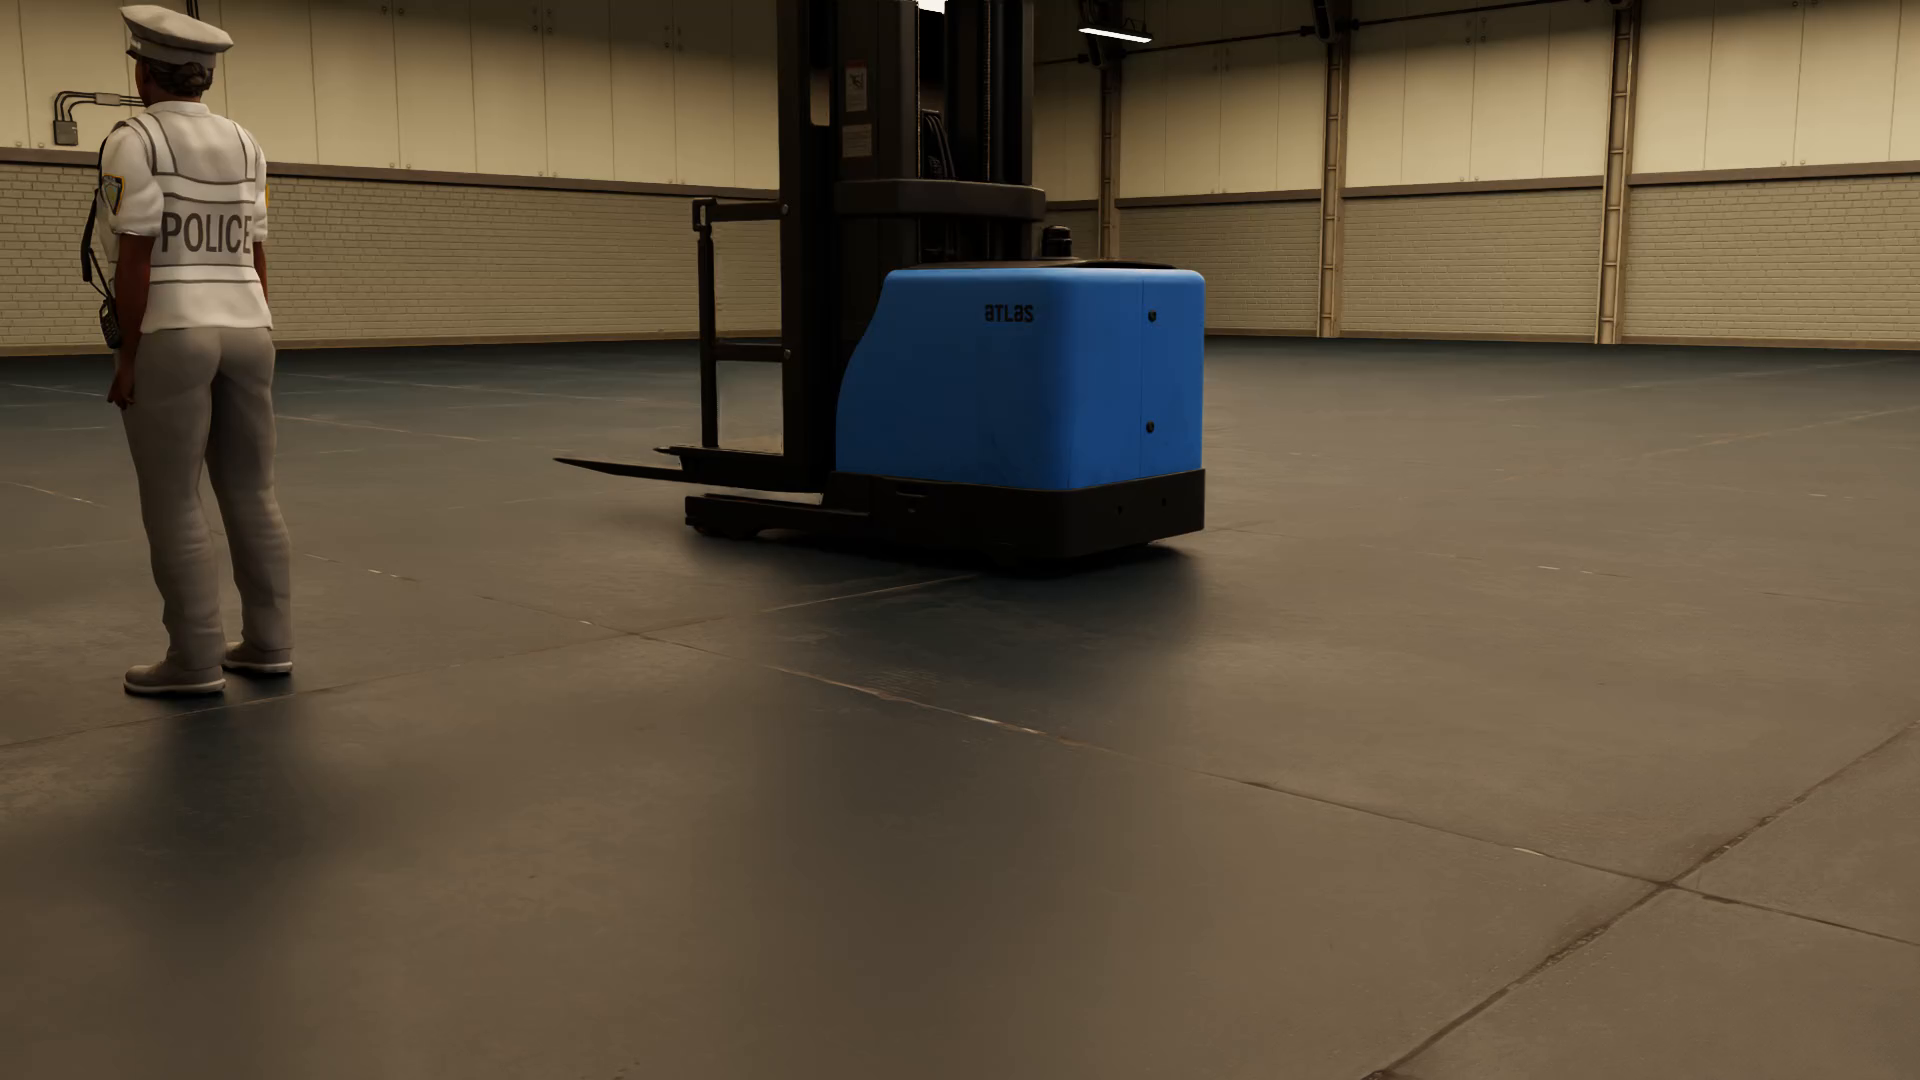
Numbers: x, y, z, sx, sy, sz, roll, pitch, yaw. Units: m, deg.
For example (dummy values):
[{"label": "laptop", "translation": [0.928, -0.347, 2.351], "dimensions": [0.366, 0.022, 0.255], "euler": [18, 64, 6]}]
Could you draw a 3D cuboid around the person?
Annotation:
[{"label": "person", "translation": [-1.922, -0.468, 4.164], "dimensions": [0.345, 1.693, 0.449], "euler": [5, 10, 28]}]

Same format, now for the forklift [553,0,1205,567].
[{"label": "forklift", "translation": [-0.510, -1.507, 6.881], "dimensions": [3.031, 2.935, 1.130], "euler": [7, 11, 38]}]
